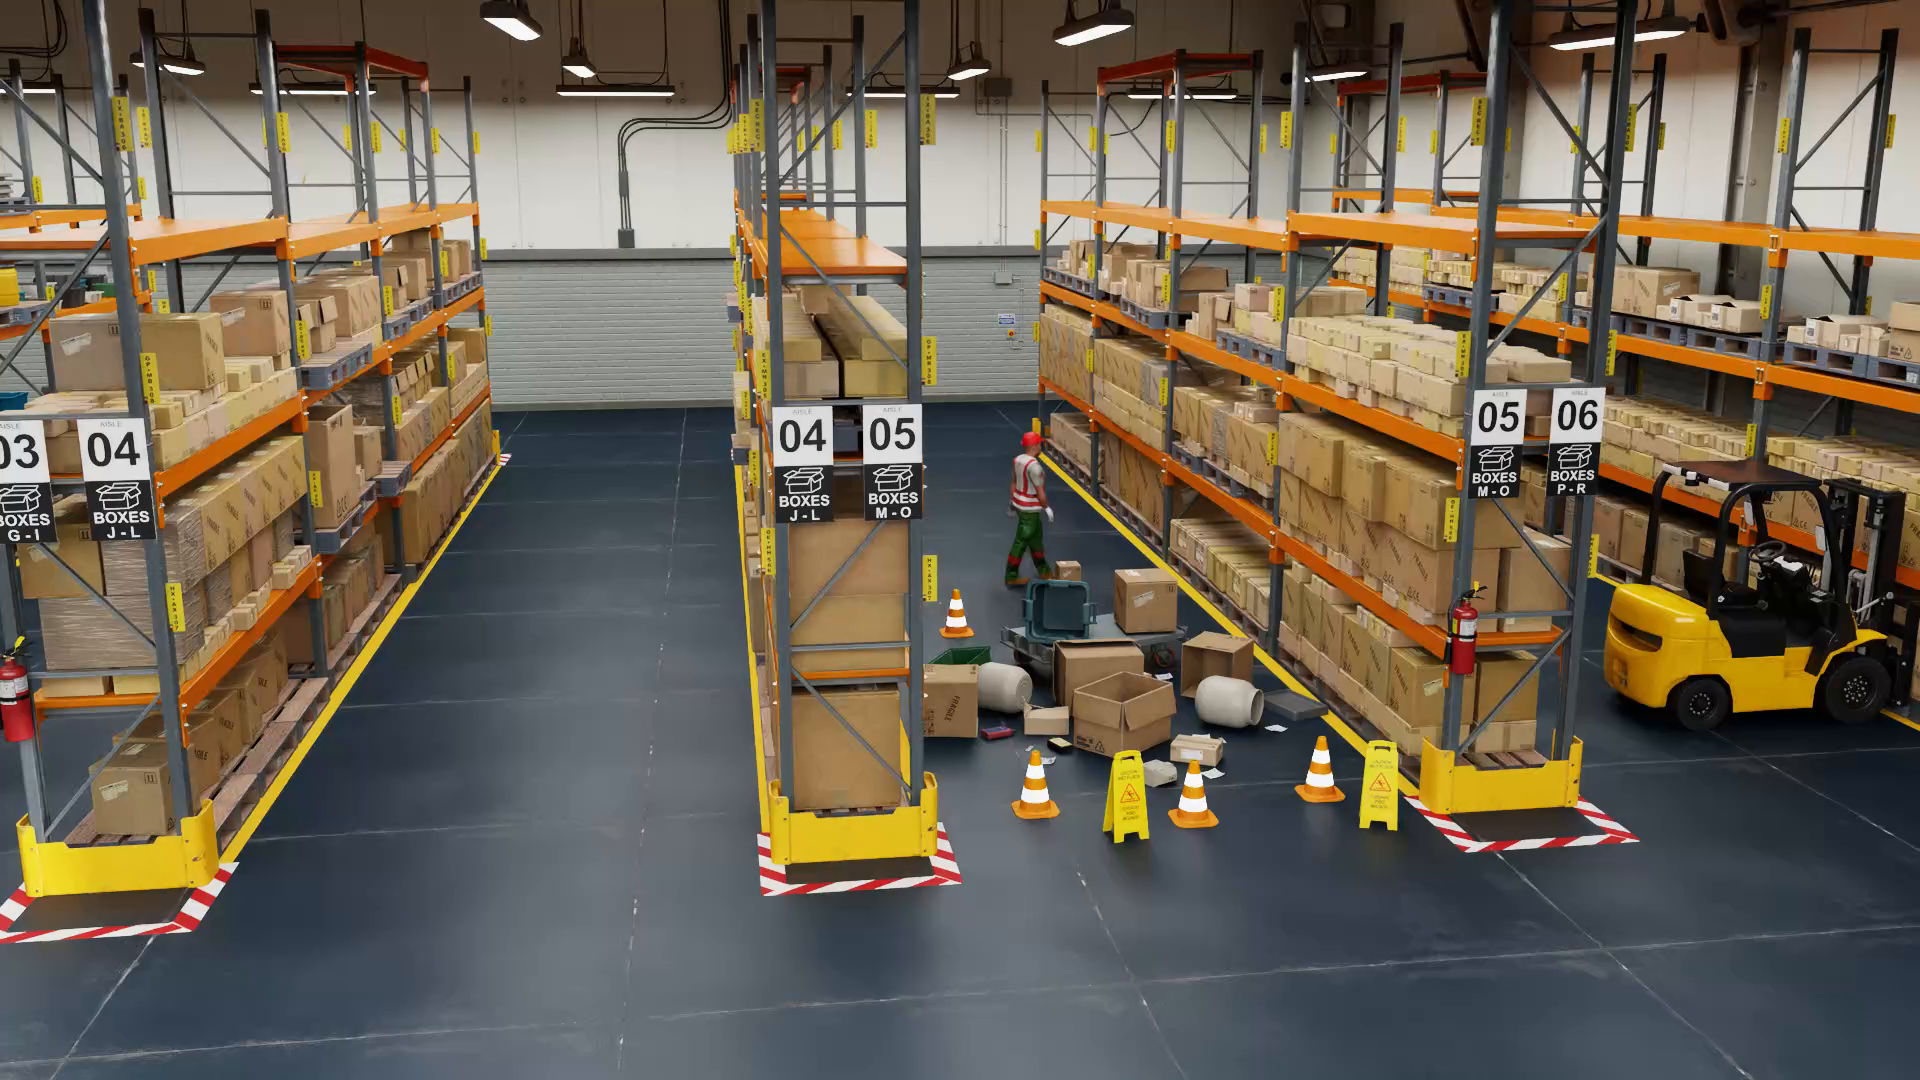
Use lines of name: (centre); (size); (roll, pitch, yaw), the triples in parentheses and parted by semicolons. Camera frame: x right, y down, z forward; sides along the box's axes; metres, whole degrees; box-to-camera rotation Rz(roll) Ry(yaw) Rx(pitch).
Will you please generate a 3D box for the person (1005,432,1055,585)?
person: (0.874, -0.365, 18.935); (0.755, 1.772, 0.588); (-4, 14, -17)
